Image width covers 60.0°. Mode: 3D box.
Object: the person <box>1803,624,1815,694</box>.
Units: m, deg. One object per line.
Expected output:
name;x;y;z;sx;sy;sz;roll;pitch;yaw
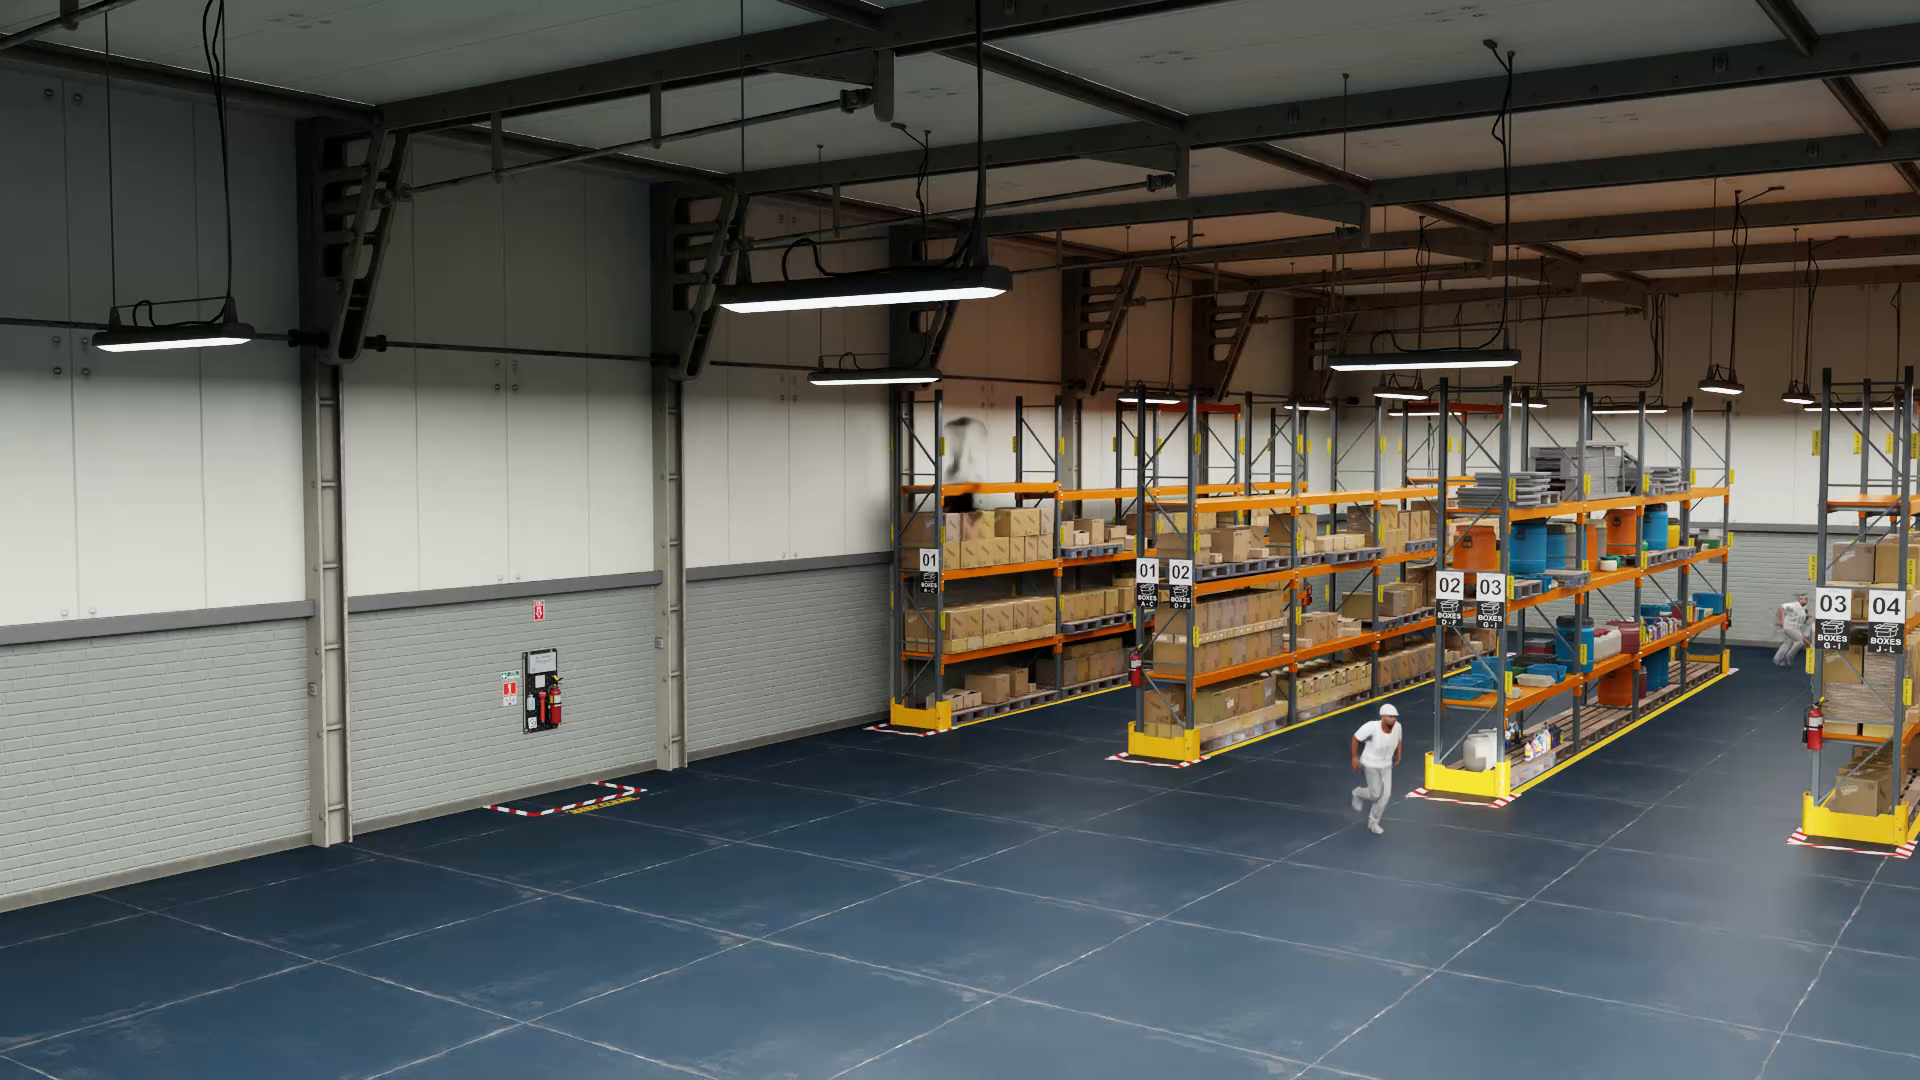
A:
person;17.025;2.275;32.812;0.708;1.778;0.806;1;4;25

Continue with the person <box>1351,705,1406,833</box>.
person;5.469;2.957;21.653;0.692;1.687;0.764;-1;4;-25

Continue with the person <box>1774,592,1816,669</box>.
person;18.909;2.027;37.601;0.646;1.742;0.911;-3;5;-45
